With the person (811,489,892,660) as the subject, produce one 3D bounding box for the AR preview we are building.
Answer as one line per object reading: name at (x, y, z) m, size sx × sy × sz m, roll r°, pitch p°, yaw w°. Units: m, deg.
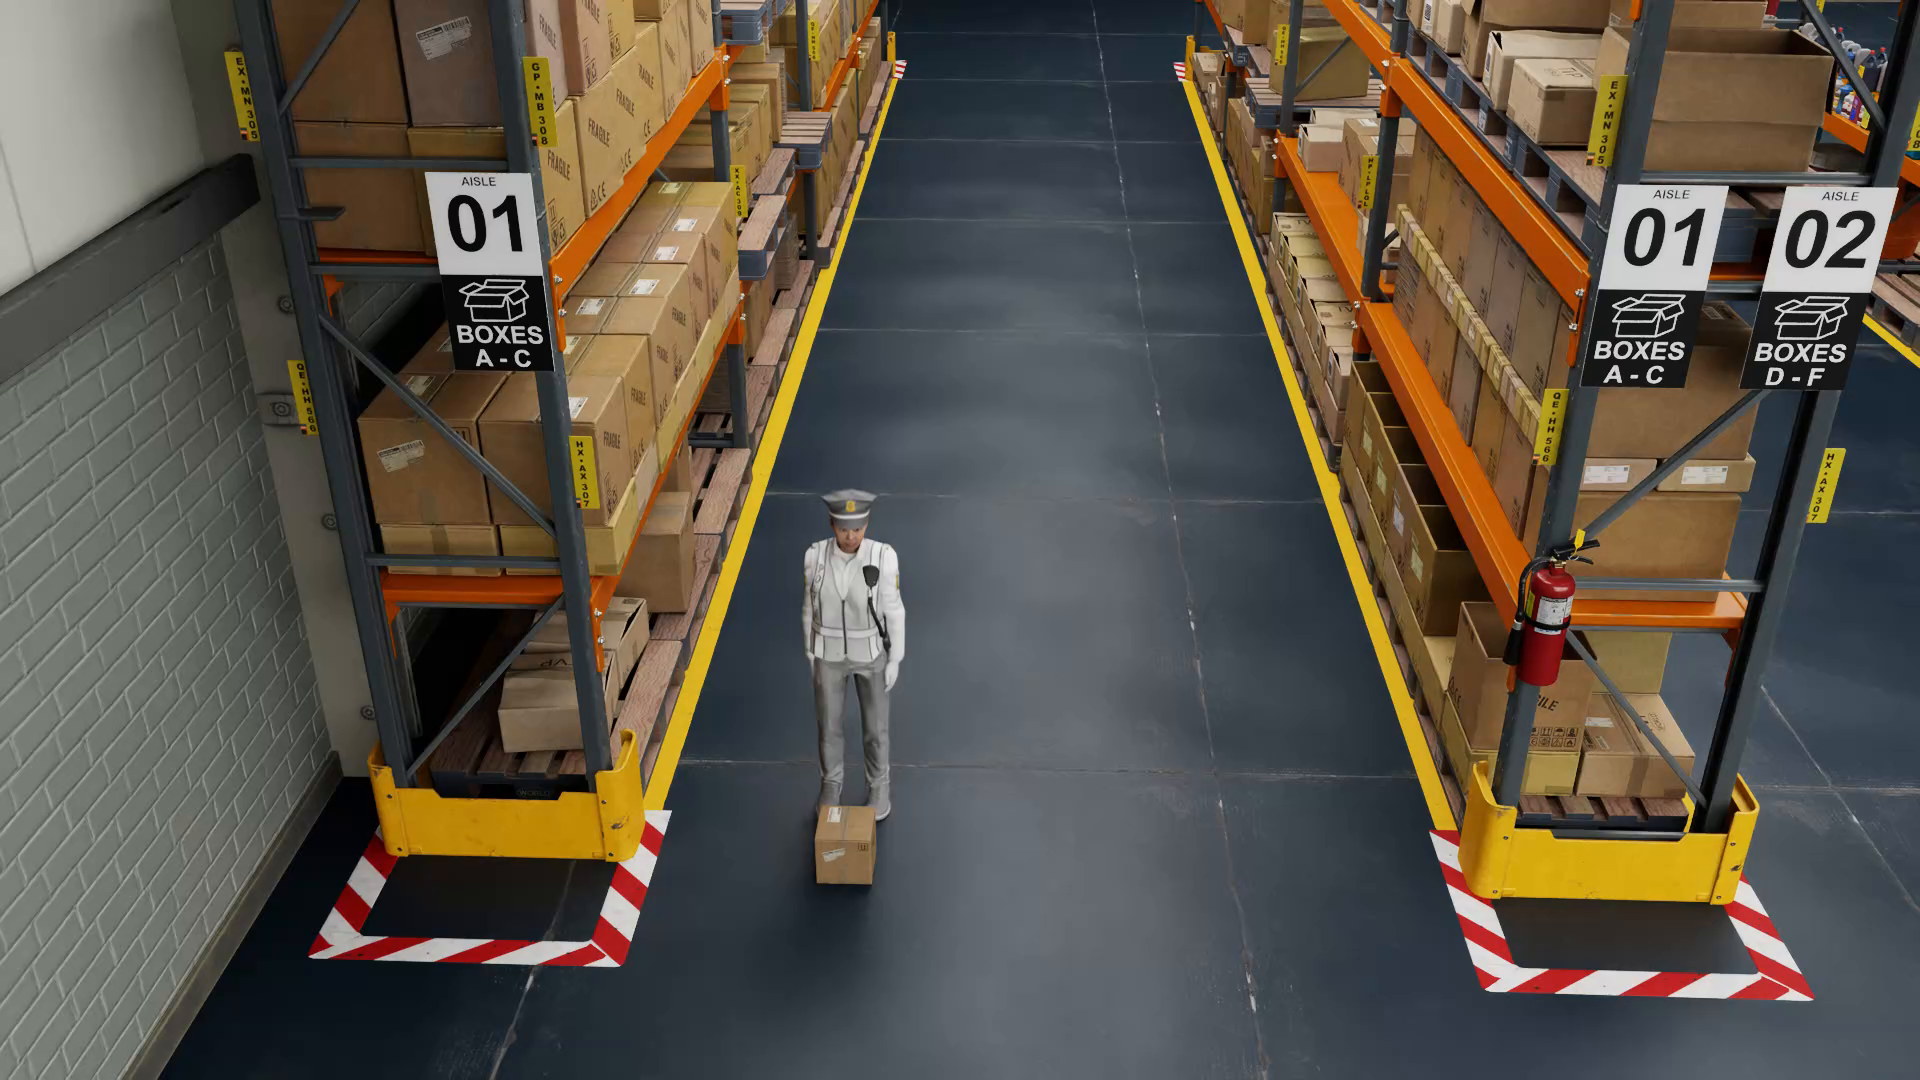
person at (-0.487, 0.149, 7.407) m, size 0.373 × 0.809 × 0.340 m, roll 2°, pitch 28°, yaw 3°
